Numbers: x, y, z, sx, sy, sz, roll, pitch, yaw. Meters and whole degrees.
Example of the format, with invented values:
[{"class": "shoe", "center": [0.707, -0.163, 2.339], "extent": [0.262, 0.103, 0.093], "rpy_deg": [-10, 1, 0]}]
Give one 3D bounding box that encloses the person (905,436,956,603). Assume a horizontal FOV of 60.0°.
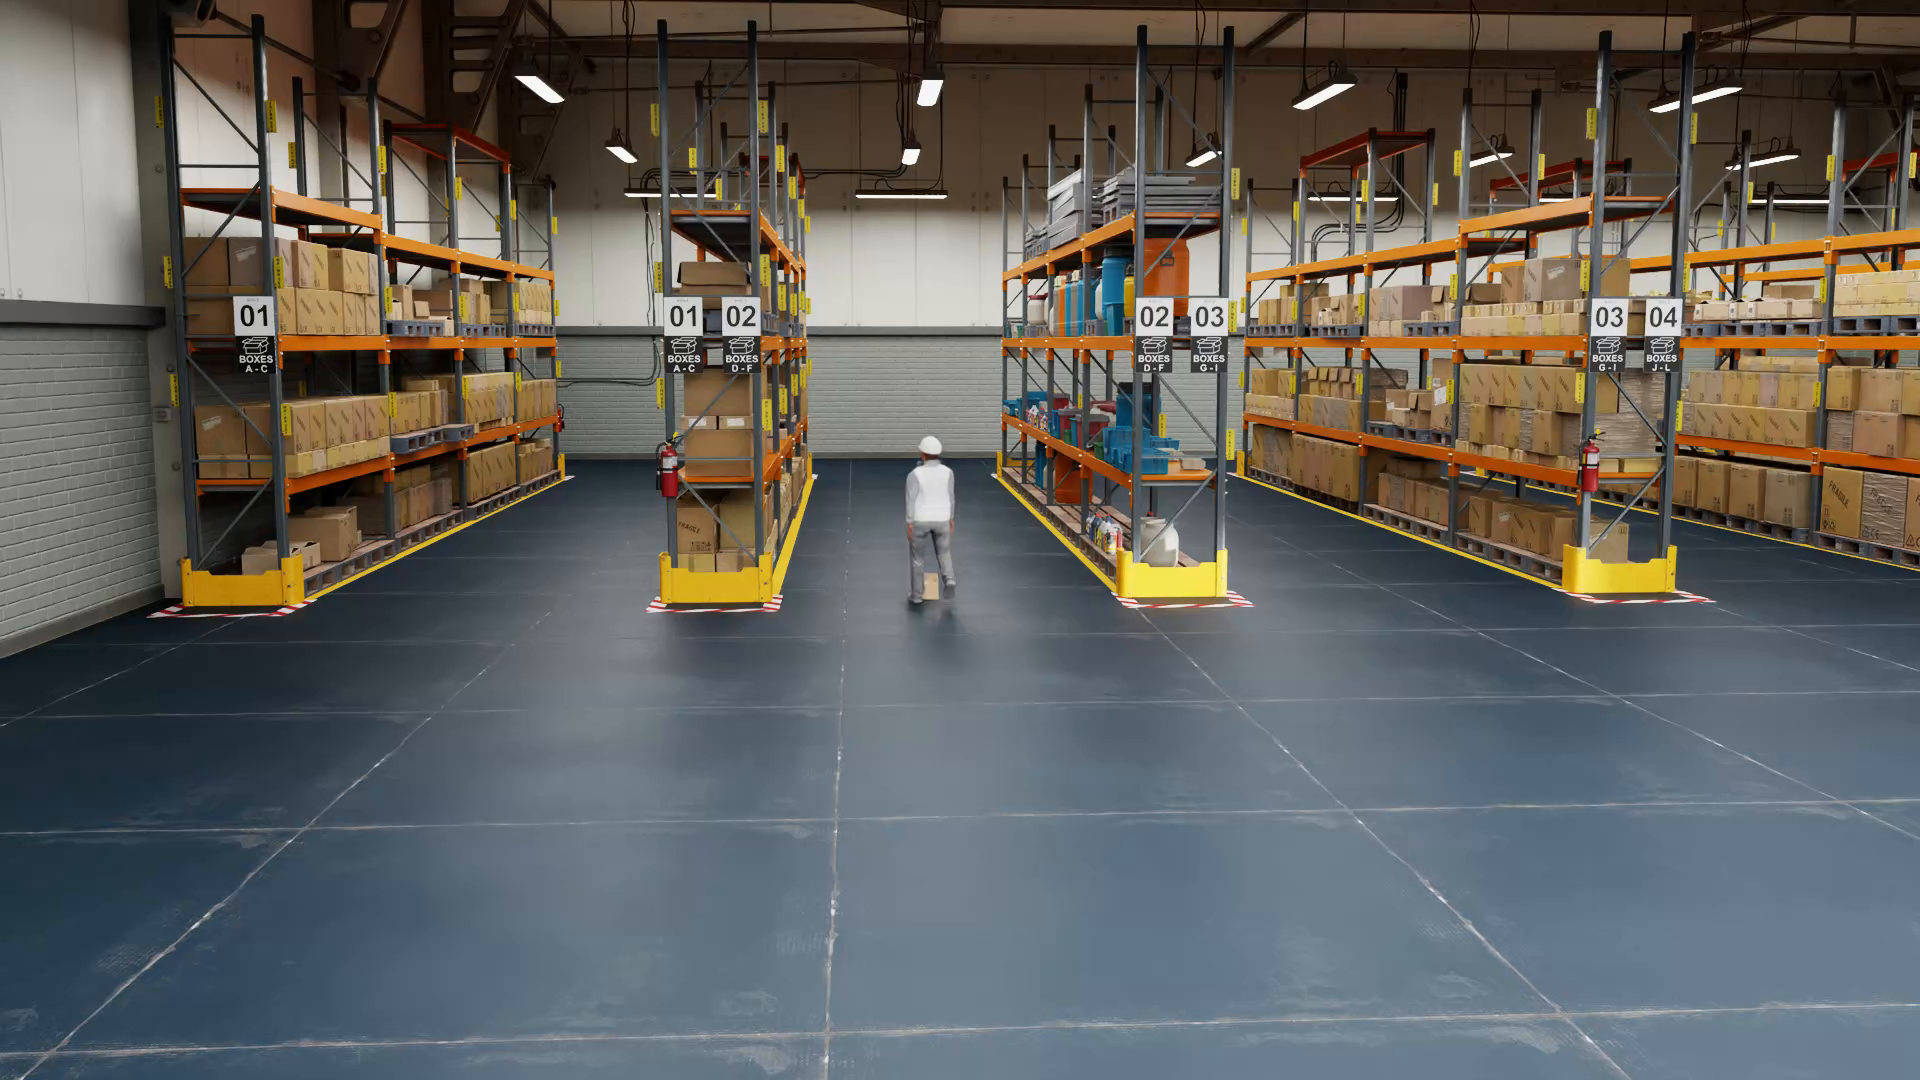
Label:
[{"class": "person", "center": [-0.324, -0.205, 17.254], "extent": [0.549, 1.757, 0.752], "rpy_deg": [-2, 7, -15]}]
